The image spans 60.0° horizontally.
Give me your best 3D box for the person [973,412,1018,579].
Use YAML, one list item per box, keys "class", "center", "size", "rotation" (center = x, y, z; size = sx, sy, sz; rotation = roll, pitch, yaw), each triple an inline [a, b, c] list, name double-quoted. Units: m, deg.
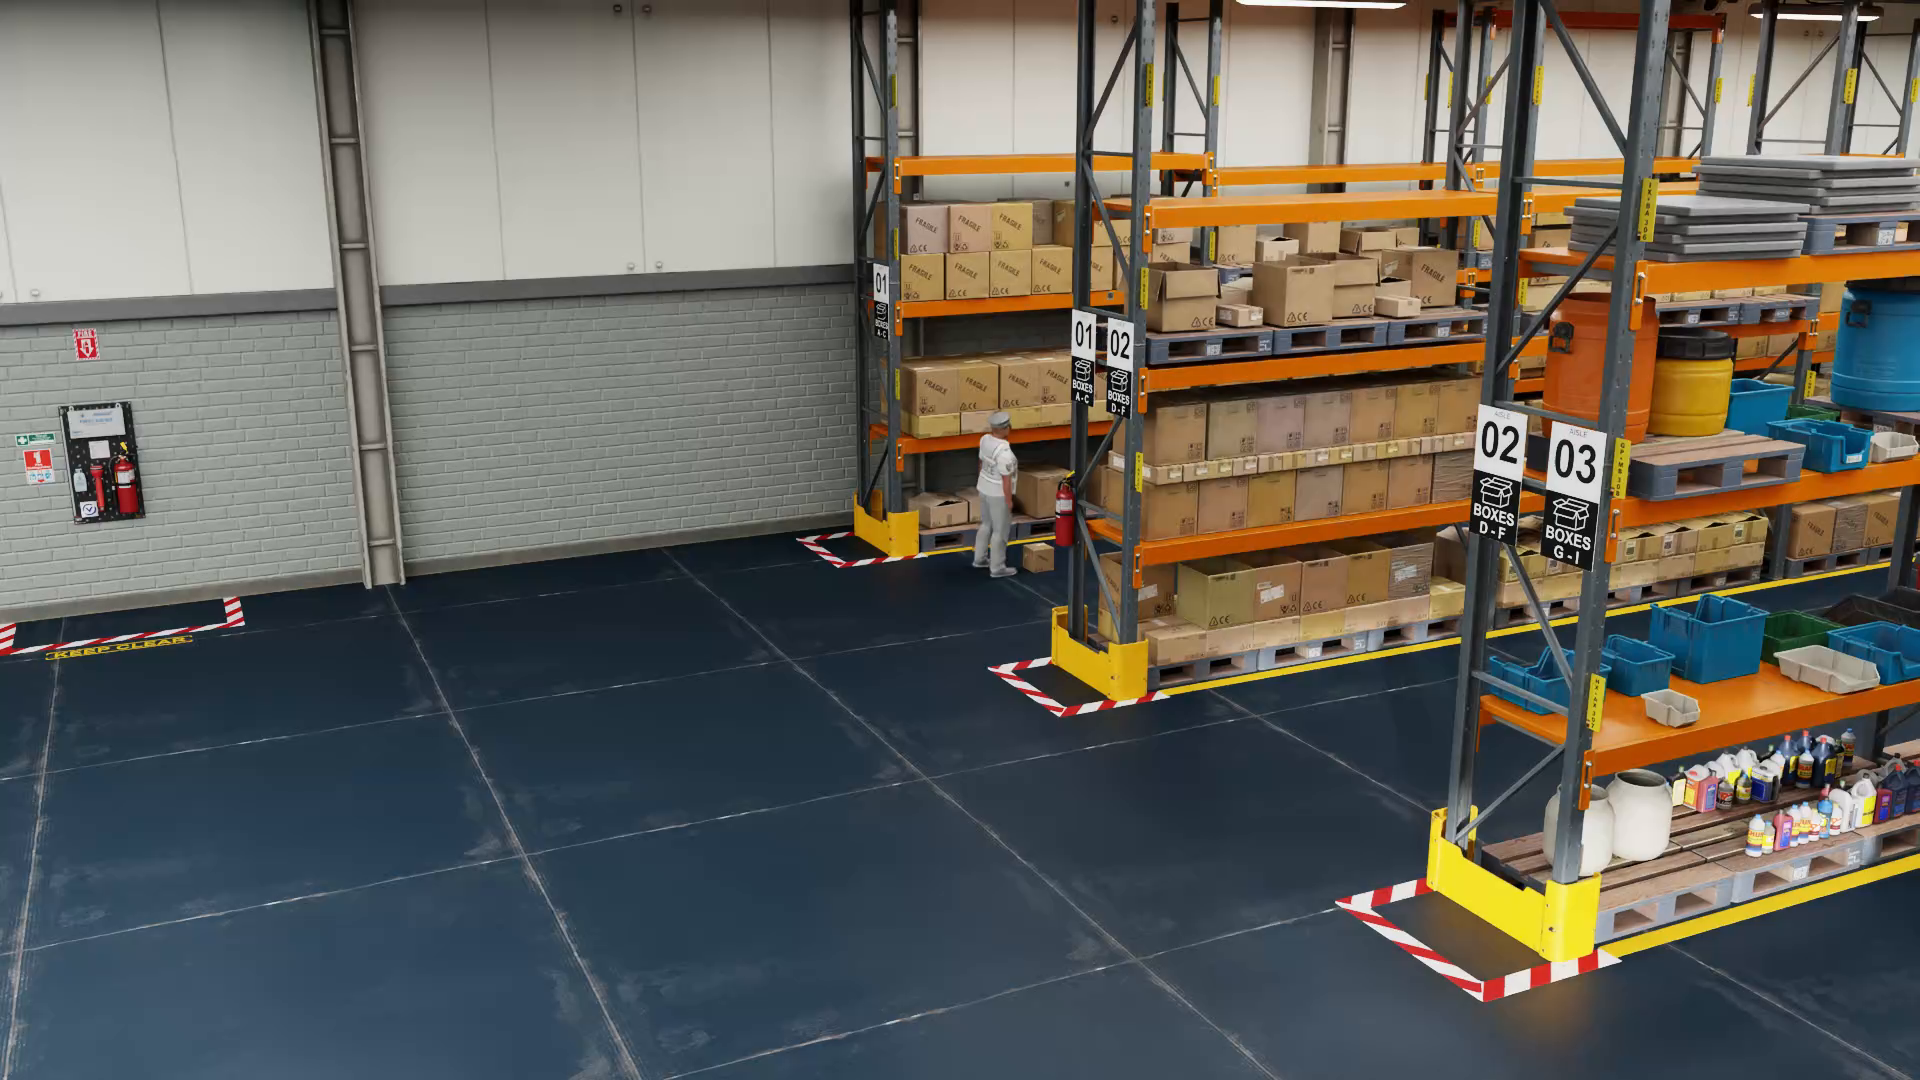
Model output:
- class: "person"
  center: [0.389, -0.496, 17.605]
  size: [0.397, 1.774, 0.643]
  rotation: [-7, 17, -23]
